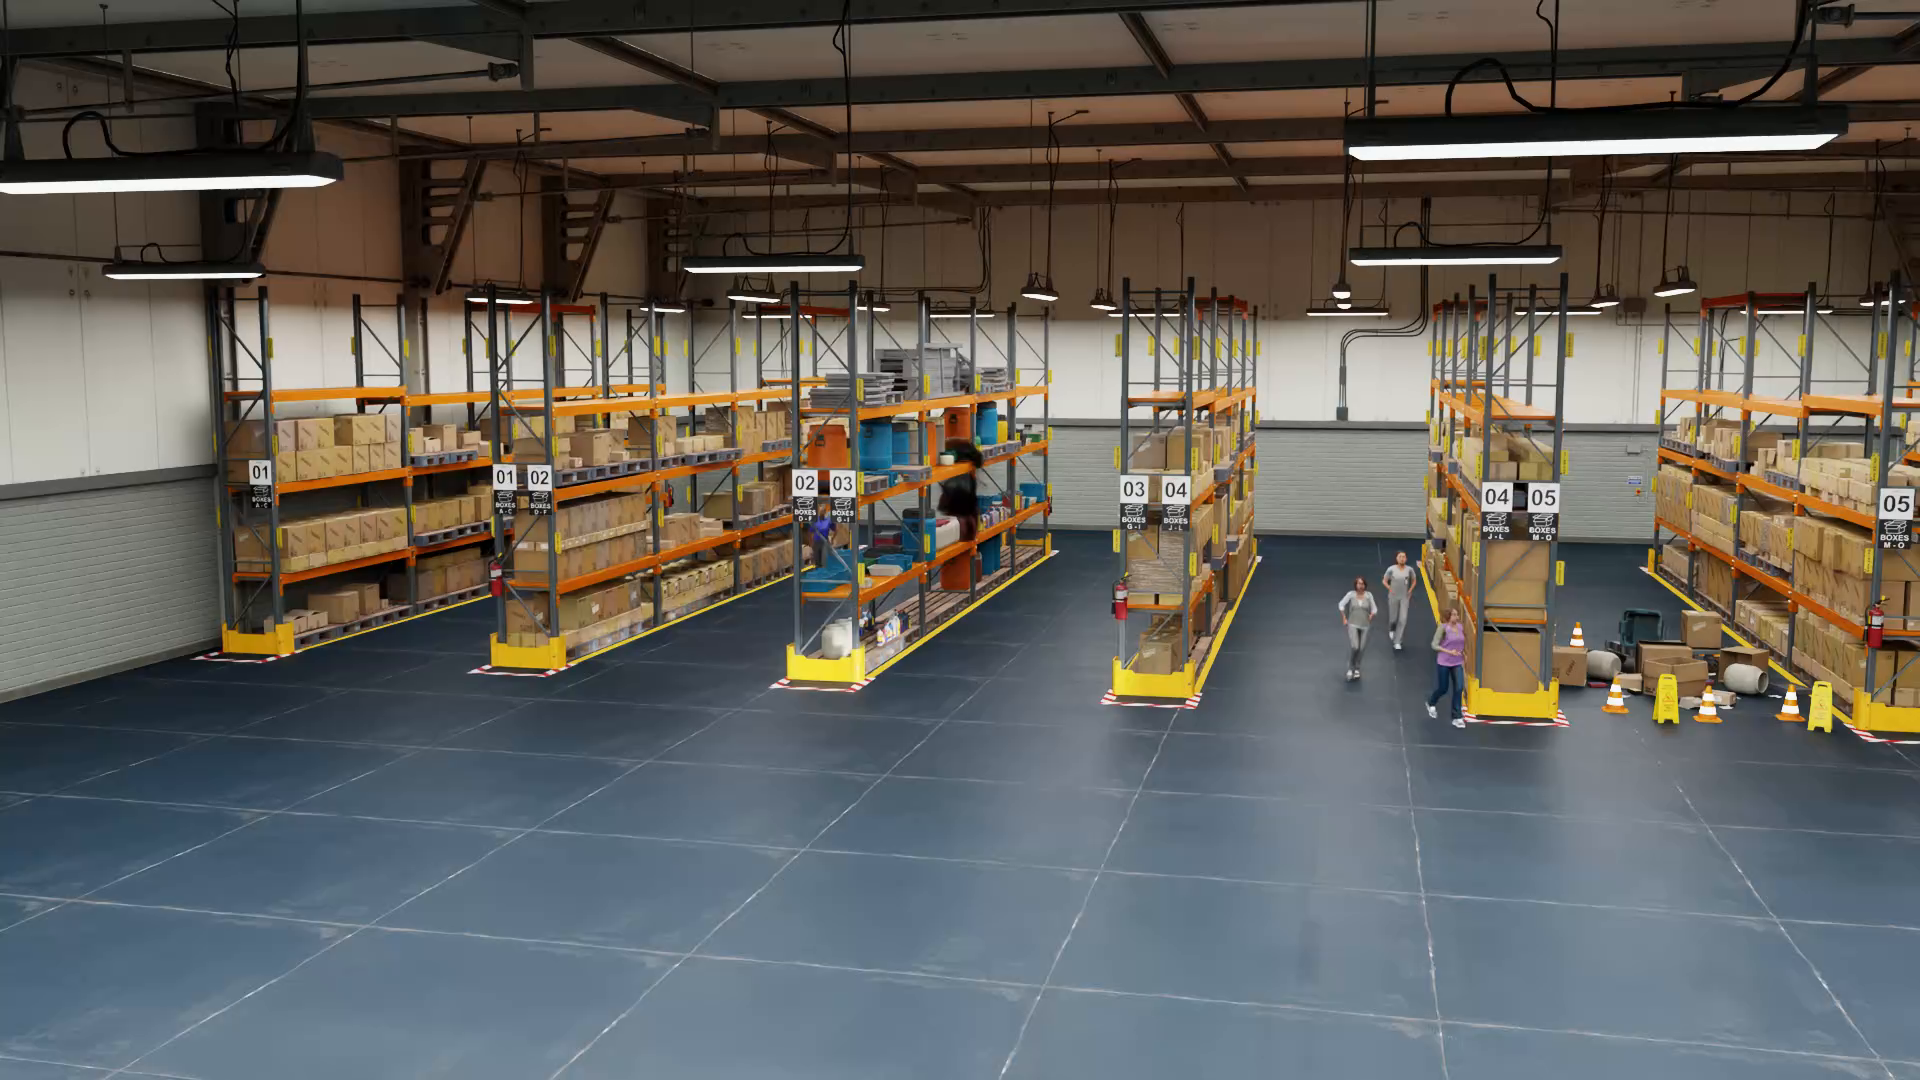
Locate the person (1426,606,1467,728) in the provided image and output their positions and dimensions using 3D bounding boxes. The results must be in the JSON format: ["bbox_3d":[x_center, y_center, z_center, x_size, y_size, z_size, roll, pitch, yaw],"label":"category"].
[{"bbox_3d":[6.504,1.656,22.142,0.573,1.588,0.790,-3,7,-23],"label":"person"}]

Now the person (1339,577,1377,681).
[{"bbox_3d":[6.016,1.339,25.074,0.534,1.591,0.658,0,7,1],"label":"person"}]

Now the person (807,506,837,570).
[{"bbox_3d":[-2.701,0.164,32.520,0.579,1.660,0.774,0,7,2],"label":"person"}]

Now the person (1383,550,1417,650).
[{"bbox_3d":[7.377,0.981,27.914,0.563,1.643,0.752,1,7,7],"label":"person"}]

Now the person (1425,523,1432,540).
[{"bbox_3d":[11.374,-0.361,39.571,0.593,1.646,0.781,2,7,16],"label":"person"}]
